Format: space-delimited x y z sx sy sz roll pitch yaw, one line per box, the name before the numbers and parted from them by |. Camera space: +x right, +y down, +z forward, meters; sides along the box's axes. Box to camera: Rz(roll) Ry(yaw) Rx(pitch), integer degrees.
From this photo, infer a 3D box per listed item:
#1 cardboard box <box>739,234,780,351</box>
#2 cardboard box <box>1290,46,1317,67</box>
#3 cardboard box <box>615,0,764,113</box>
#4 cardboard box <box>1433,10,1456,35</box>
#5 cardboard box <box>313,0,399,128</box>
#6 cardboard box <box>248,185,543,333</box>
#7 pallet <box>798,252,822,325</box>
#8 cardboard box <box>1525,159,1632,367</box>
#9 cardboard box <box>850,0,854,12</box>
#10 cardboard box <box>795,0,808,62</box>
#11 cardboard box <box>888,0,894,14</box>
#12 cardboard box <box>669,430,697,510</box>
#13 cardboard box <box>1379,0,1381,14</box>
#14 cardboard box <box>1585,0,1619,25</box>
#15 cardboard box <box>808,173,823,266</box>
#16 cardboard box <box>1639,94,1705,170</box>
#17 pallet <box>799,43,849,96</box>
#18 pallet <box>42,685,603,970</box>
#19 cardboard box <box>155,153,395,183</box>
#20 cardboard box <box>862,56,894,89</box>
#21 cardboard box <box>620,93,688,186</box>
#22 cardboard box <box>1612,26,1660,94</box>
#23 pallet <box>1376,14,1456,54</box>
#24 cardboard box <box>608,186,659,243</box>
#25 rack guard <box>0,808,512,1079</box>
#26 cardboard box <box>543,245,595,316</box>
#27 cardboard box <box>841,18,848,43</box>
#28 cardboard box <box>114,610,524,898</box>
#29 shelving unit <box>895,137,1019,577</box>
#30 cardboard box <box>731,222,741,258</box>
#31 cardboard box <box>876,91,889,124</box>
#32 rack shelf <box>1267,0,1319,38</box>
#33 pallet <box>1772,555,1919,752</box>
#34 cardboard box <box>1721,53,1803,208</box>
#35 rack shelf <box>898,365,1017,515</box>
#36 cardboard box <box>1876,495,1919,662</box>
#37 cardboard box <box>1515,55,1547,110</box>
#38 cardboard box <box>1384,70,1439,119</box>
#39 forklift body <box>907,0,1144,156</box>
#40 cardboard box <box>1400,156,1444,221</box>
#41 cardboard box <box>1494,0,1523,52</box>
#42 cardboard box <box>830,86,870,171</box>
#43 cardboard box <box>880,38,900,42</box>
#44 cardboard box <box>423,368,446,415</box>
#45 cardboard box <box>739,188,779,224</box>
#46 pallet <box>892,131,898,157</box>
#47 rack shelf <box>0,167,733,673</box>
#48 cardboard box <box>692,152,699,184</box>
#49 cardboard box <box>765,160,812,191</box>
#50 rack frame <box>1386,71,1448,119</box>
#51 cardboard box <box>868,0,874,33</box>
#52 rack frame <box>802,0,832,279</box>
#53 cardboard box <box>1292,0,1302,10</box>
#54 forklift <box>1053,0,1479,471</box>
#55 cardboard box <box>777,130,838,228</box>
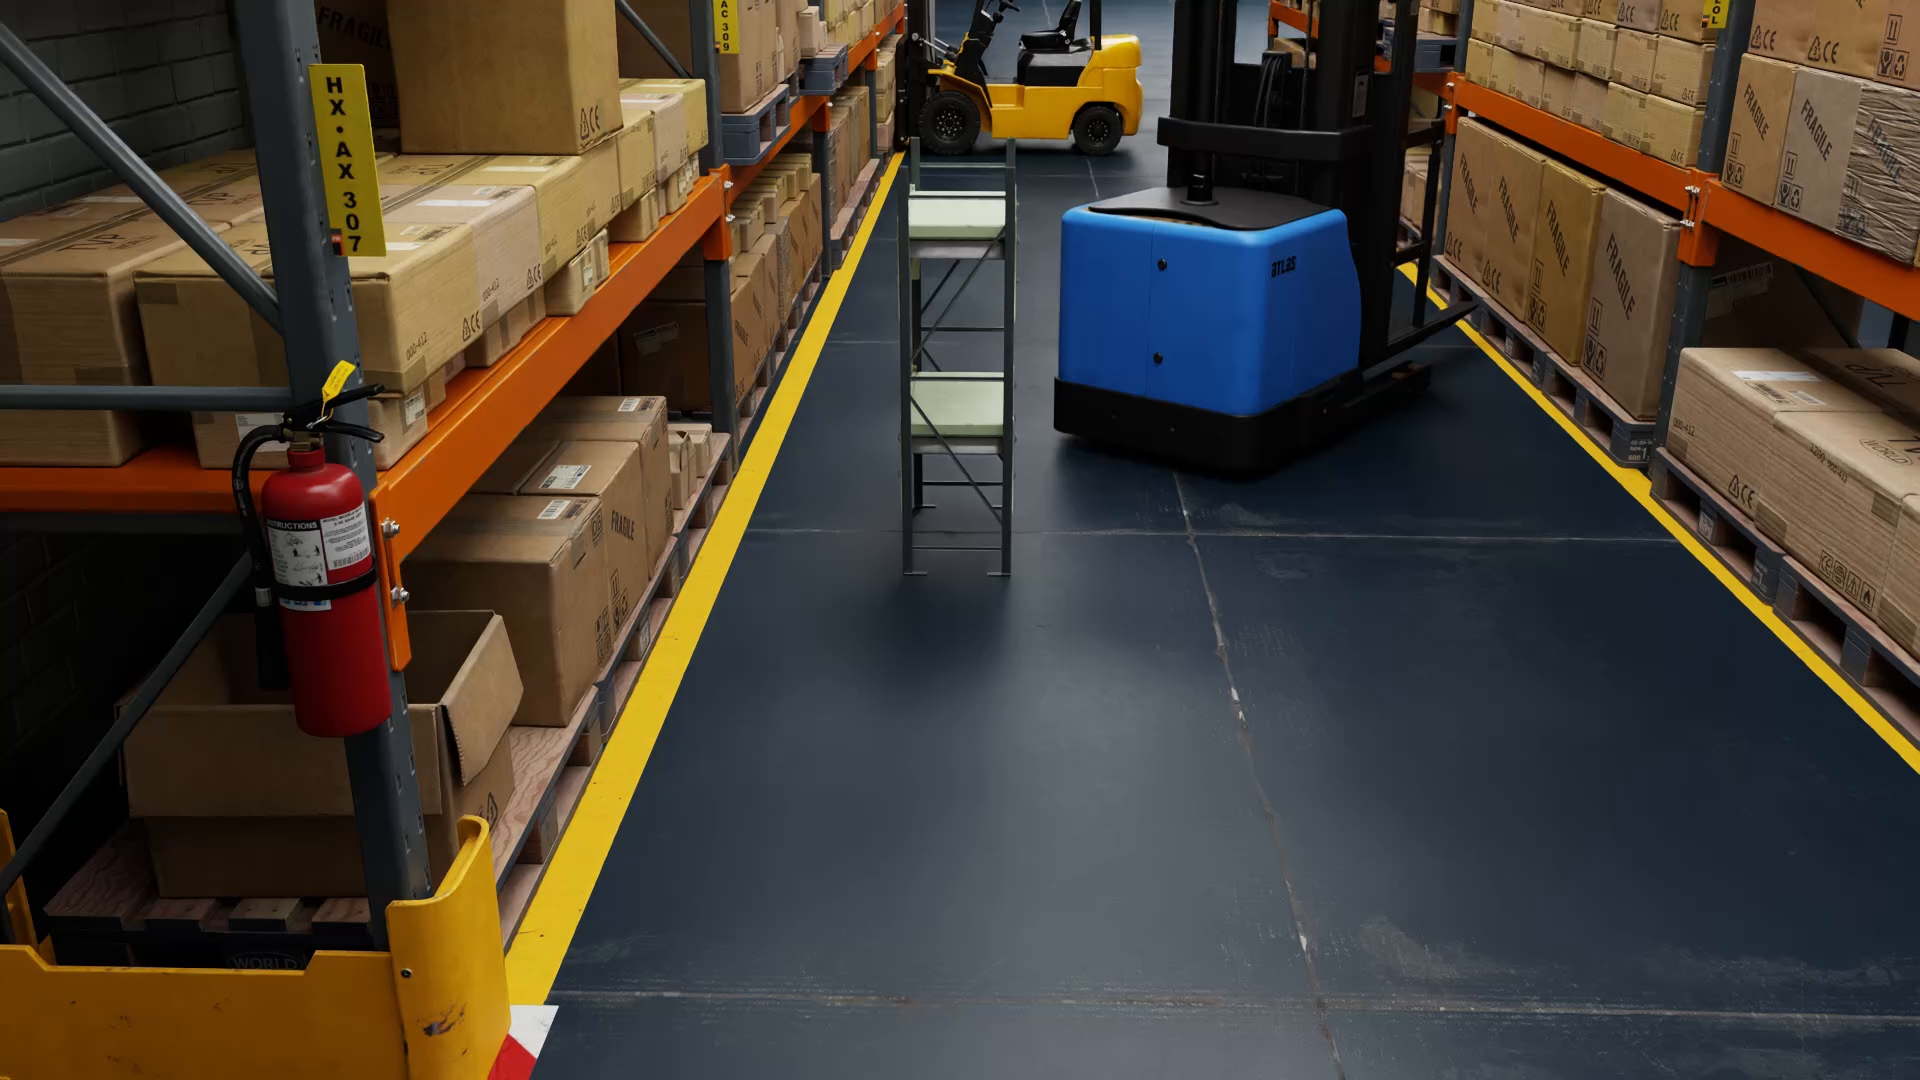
cardboard box | -1.210 -1.274 8.541 0.500 0.500 0.500 0 21 0
cardboard box | 3.514 -4.580 16.369 0.500 0.500 0.500 1 21 3
cardboard box | -1.238 -2.113 7.109 0.700 0.500 0.500 1 21 3
cardboard box | 3.318 -3.389 10.882 0.380 0.149 0.250 1 21 2
cardboard box | -1.787 -1.581 5.216 0.500 0.500 0.500 0 21 0
cardboard box | -1.299 -0.664 3.890 0.500 0.250 0.500 1 21 2
pallet | -1.415 -1.575 10.296 1.003 0.211 1.213 1 21 2
cardboard box | 3.444 -1.402 8.352 0.875 0.875 0.875 1 21 3
cardboard box | -1.056 -4.020 12.260 0.500 0.250 0.500 1 21 2
cardboard box | -1.219 -2.796 8.865 0.797 0.503 0.637 0 21 0
cardboard box | -0.908 -5.348 16.027 0.500 0.500 0.500 1 21 2
cardboard box | -1.210 -0.286 6.317 0.396 0.266 0.258 1 21 4
cardboard box | 3.389 -4.044 12.572 0.380 0.149 0.250 1 21 2
cardboard box | 3.292 -2.692 7.800 0.500 0.500 0.500 1 21 3
cardboard box | -1.152 -2.020 10.462 0.500 0.500 0.500 1 21 3
cardboard box | 3.247 -1.740 7.074 0.500 0.250 0.500 0 21 0
pallet | -1.305 -2.809 9.887 1.213 0.211 1.003 1 21 2
pallet | -1.572 0.733 4.350 1.003 0.211 1.213 1 21 2
cardboard box | -1.812 -0.855 4.383 0.500 0.250 0.500 1 21 3
cardboard box | -0.879 -4.327 15.372 0.500 0.250 0.500 1 21 2
cardboard box | -1.248 -1.399 5.783 0.500 0.250 0.500 1 21 2
cardboard box | 3.264 -2.151 7.442 0.500 0.250 0.500 1 21 3
pallet | 3.626 -3.718 12.229 1.003 0.211 1.213 1 21 2
cardboard box | -1.218 -1.087 5.531 0.380 0.149 0.250 0 21 1
rack guard | -1.595 0.886 3.554 1.175 0.500 0.348 1 21 2
cardboard box | -1.224 -0.716 4.574 0.380 0.149 0.250 0 21 0
cardboard box | -1.068 -3.600 11.869 0.500 0.250 0.500 0 21 0
cardboard box | -1.484 0.496 3.974 0.797 0.503 0.637 0 21 -1
shelving unit | 0.000 -0.702 6.264 0.431 1.500 0.755 1 21 2
cardboard box | -1.277 -1.451 8.100 0.380 0.149 0.250 0 21 1
cardboard box | -0.909 -3.909 14.987 0.500 0.250 0.500 1 21 1
rack shelf | 3.790 -4.925 16.070 1.077 0.370 4.000 1 21 2
pallet | 3.350 0.371 5.280 1.003 0.211 1.213 1 21 2
cardboard box | 3.210 -1.525 6.174 0.500 0.500 0.500 1 21 3
rack shelf | 0.000 -0.398 6.382 0.431 0.370 0.720 1 21 2
cardboard box | 3.303 0.229 4.753 0.875 0.438 0.875 1 21 3
cardboard box | 3.321 -2.472 8.959 0.500 0.250 0.500 1 21 3
cardboard box | 4.017 -4.011 14.904 0.500 0.500 0.500 2 21 4
forklift body | 0.655 -4.936 16.276 2.313 2.155 1.214 1 21 2
cardboard box | 3.649 -2.533 11.962 0.950 0.372 0.625 0 21 1
cardboard box | 3.328 -2.887 9.339 0.500 0.250 0.500 1 21 3
cardboard box | -1.237 -3.491 14.081 0.875 0.625 0.625 2 21 4
cardboard box | -0.823 -5.062 17.268 0.500 0.250 0.500 1 21 3
cardboard box | -1.352 -0.343 3.614 0.380 0.149 0.250 1 21 3
cardboard box | -1.185 -1.817 9.043 0.380 0.149 0.250 0 21 -1
pallet | -1.132 -4.020 16.598 1.003 0.211 1.213 1 21 2
rack shelf | -1.537 -0.640 5.025 1.077 0.370 4.000 1 21 2
cardboard box | -1.233 -1.463 6.500 0.380 0.149 0.250 1 21 2
cardboard box | -1.093 -2.197 10.022 0.380 0.149 0.250 0 21 -1
rack frame | 3.729 -4.537 14.076 1.000 3.000 0.127 1 21 2
cardboard box | -0.986 -4.336 13.764 0.500 0.250 0.500 1 21 3
rack frame | -1.354 -3.144 10.486 1.000 3.000 0.127 1 21 2
cardboard box | 3.523 -5.374 16.581 0.380 0.149 0.250 1 21 3
forklift | 1.728 -2.131 7.968 1.130 2.935 3.031 16 26 35
cardboard box | -1.322 -2.458 11.421 0.875 0.625 0.625 1 21 3
